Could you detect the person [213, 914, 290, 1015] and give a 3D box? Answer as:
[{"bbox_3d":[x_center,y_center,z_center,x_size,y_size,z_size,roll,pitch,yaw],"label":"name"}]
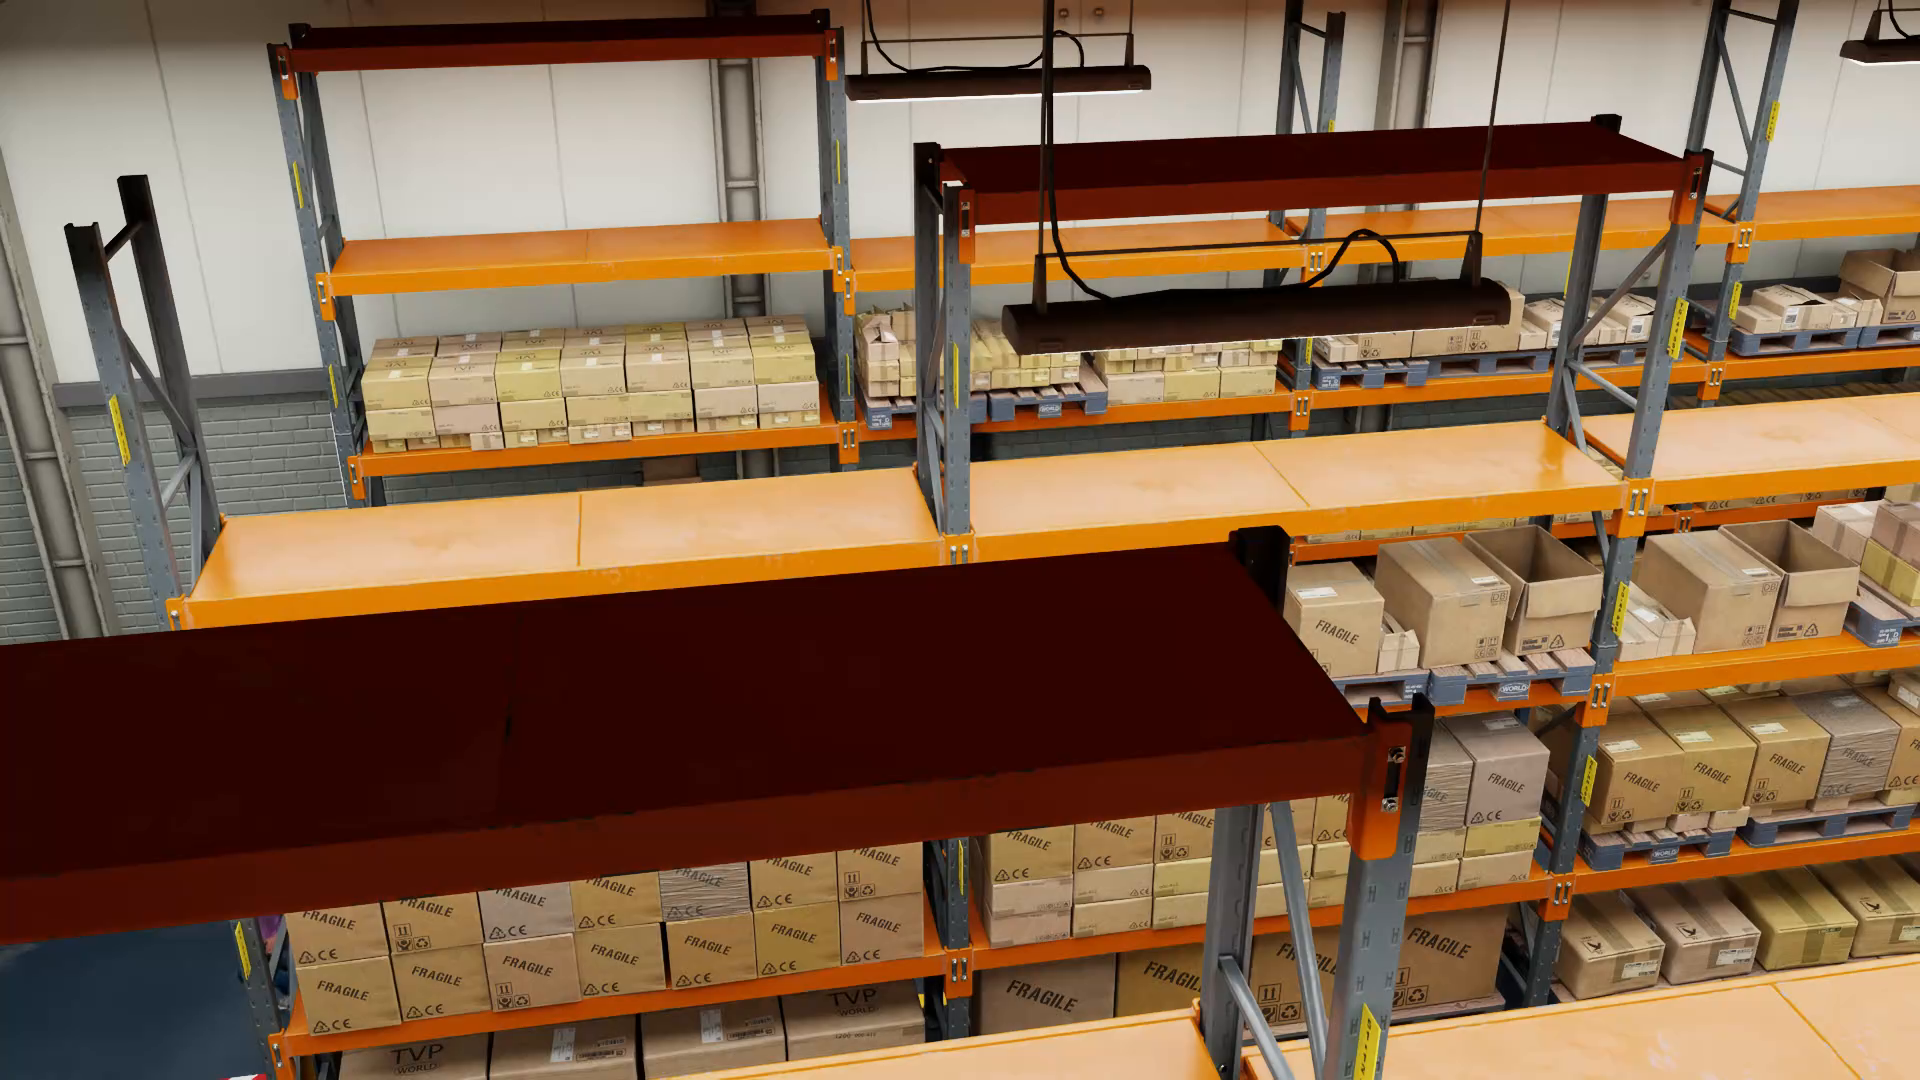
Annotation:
[{"bbox_3d":[-4.656,2.620,11.092,0.528,1.556,0.618,-17,30,-30],"label":"person"}]
